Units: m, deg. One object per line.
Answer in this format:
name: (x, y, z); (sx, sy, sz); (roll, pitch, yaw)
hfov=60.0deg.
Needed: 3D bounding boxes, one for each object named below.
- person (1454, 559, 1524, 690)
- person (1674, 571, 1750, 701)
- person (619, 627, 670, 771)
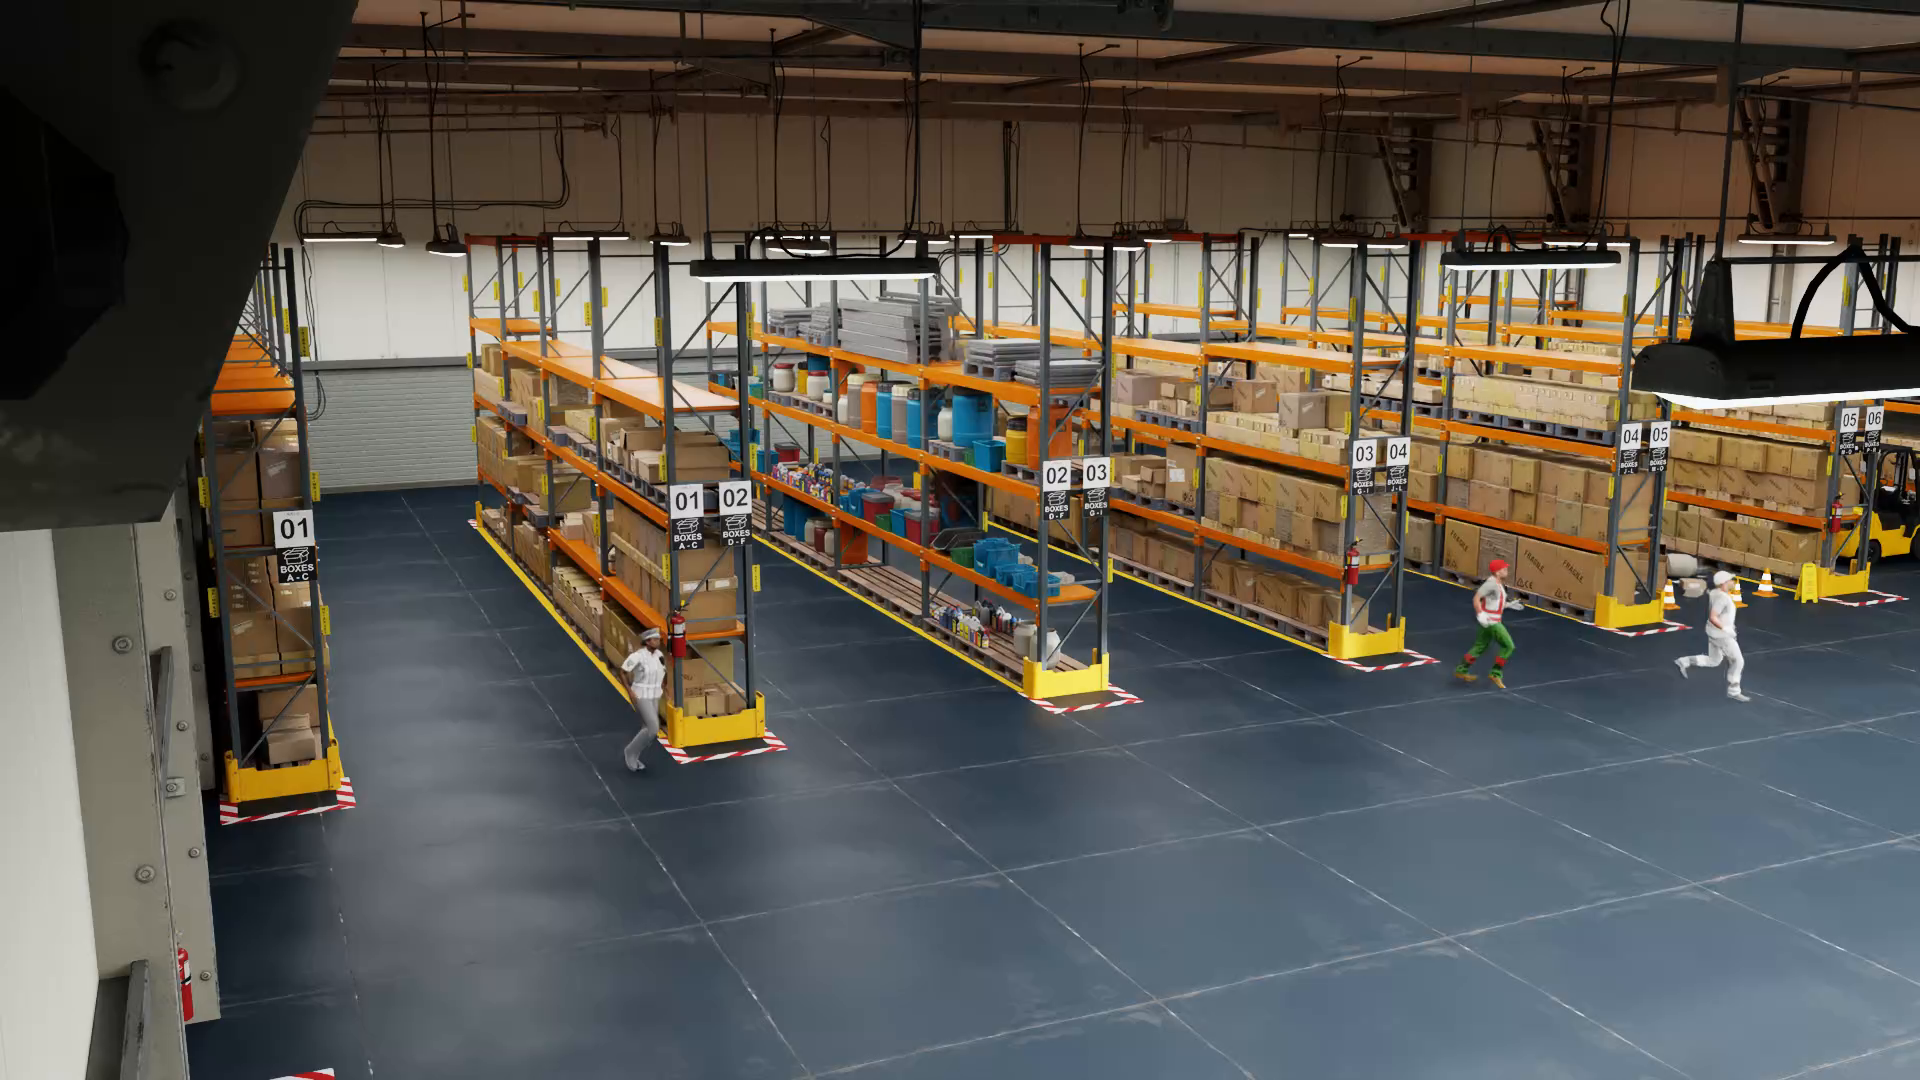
person: (7.225, 1.138, 22.661); (0.860, 1.804, 0.569); (3, 11, 14)
person: (10.061, 1.268, 22.116); (0.969, 1.758, 0.645); (2, 11, 9)
person: (-3.609, 1.836, 19.326); (0.531, 1.639, 0.629); (6, 13, 30)
